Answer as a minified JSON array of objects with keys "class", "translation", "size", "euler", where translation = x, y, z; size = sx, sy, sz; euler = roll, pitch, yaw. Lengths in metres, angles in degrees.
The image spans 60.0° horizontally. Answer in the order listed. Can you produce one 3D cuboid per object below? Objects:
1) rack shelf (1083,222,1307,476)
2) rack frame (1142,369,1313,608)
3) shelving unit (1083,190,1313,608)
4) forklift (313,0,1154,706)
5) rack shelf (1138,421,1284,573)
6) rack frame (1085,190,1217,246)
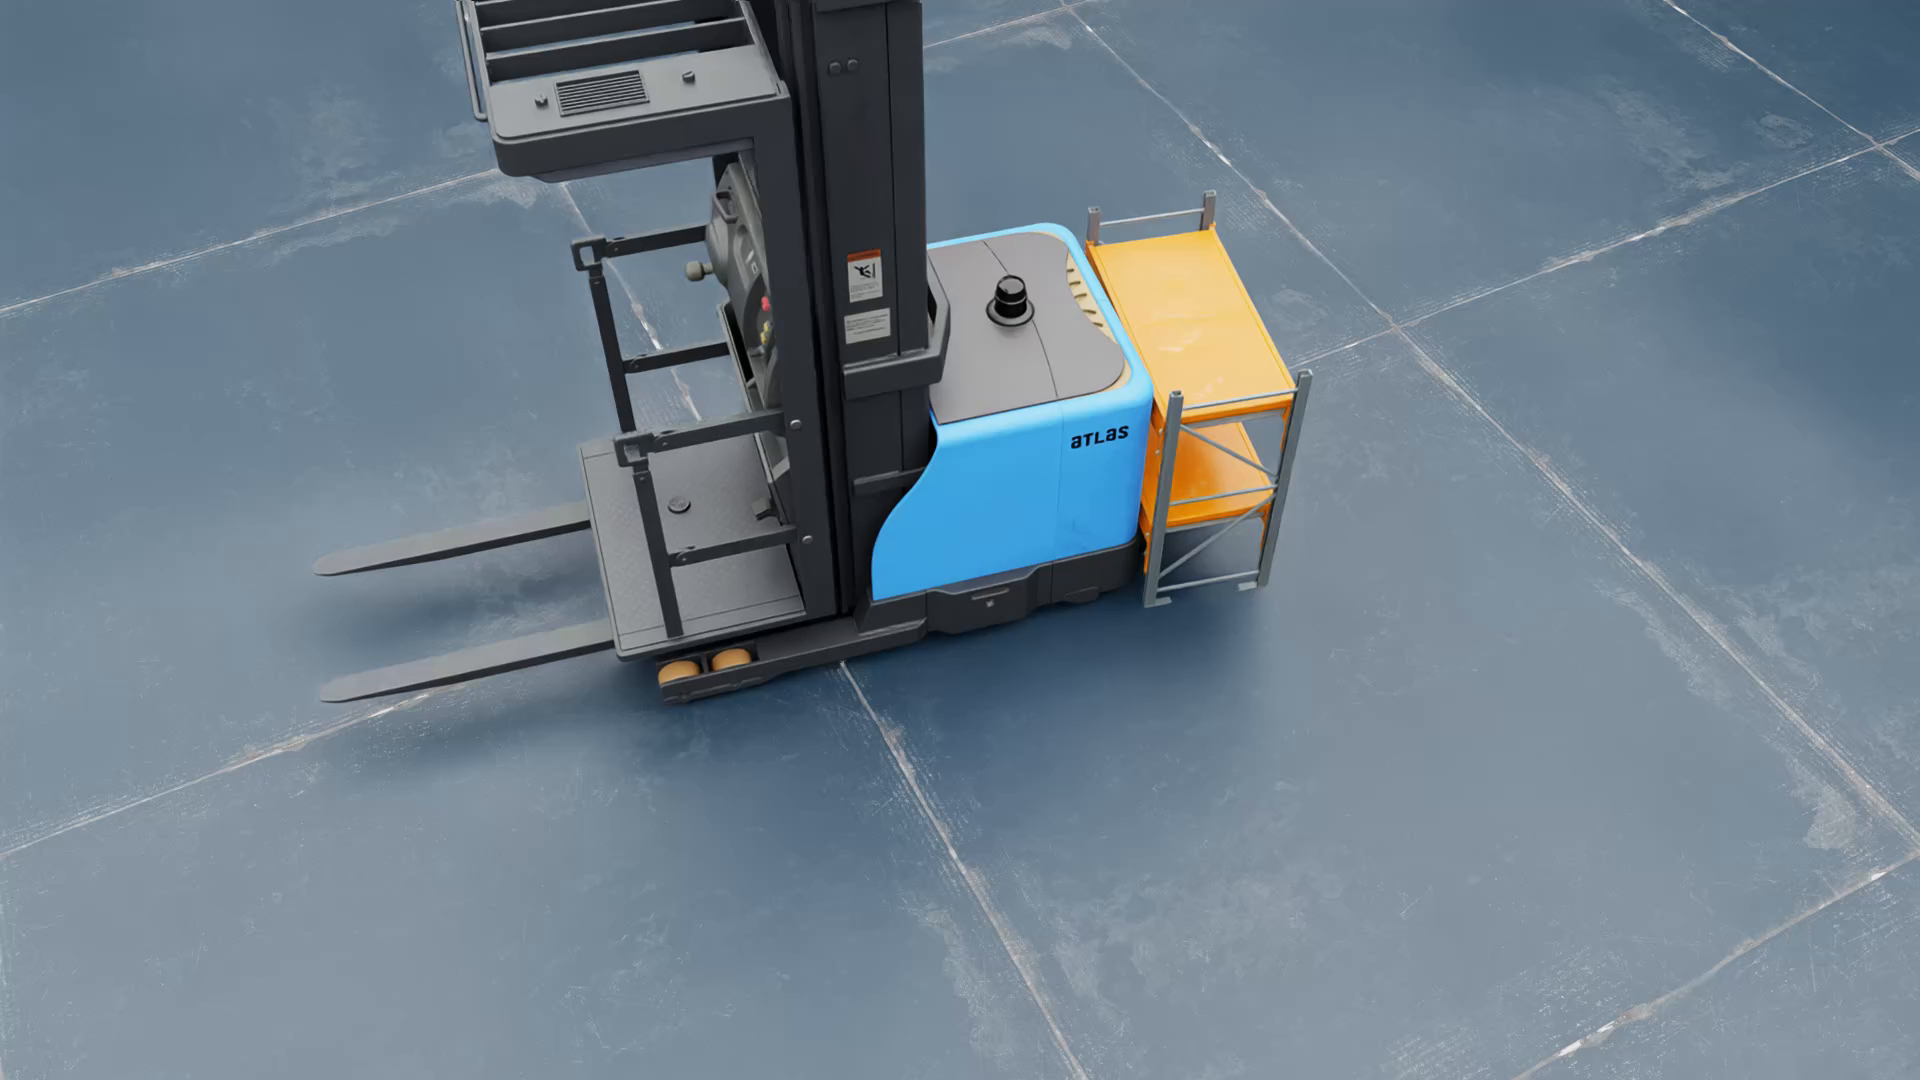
[{"class":"rack shelf","translation":[0.839,-0.726,6.141],"size":[0.538,0.278,1.000],"euler":[-10,50,-8]},{"class":"rack frame","translation":[0.951,-0.160,6.035],"size":[0.500,1.125,0.032],"euler":[-10,50,-8]},{"class":"shelving unit","translation":[0.839,-0.533,6.362],"size":[0.538,1.125,1.048],"euler":[-10,50,-8]},{"class":"forklift","translation":[-0.892,-0.812,5.406],"size":[3.031,2.935,1.130],"euler":[-12,50,-11]},{"class":"rack shelf","translation":[0.839,-0.372,6.546],"size":[0.538,0.278,1.000],"euler":[-10,50,-8]},{"class":"rack frame","translation":[0.727,-0.906,6.688],"size":[0.500,1.125,0.032],"euler":[-10,50,-8]}]
